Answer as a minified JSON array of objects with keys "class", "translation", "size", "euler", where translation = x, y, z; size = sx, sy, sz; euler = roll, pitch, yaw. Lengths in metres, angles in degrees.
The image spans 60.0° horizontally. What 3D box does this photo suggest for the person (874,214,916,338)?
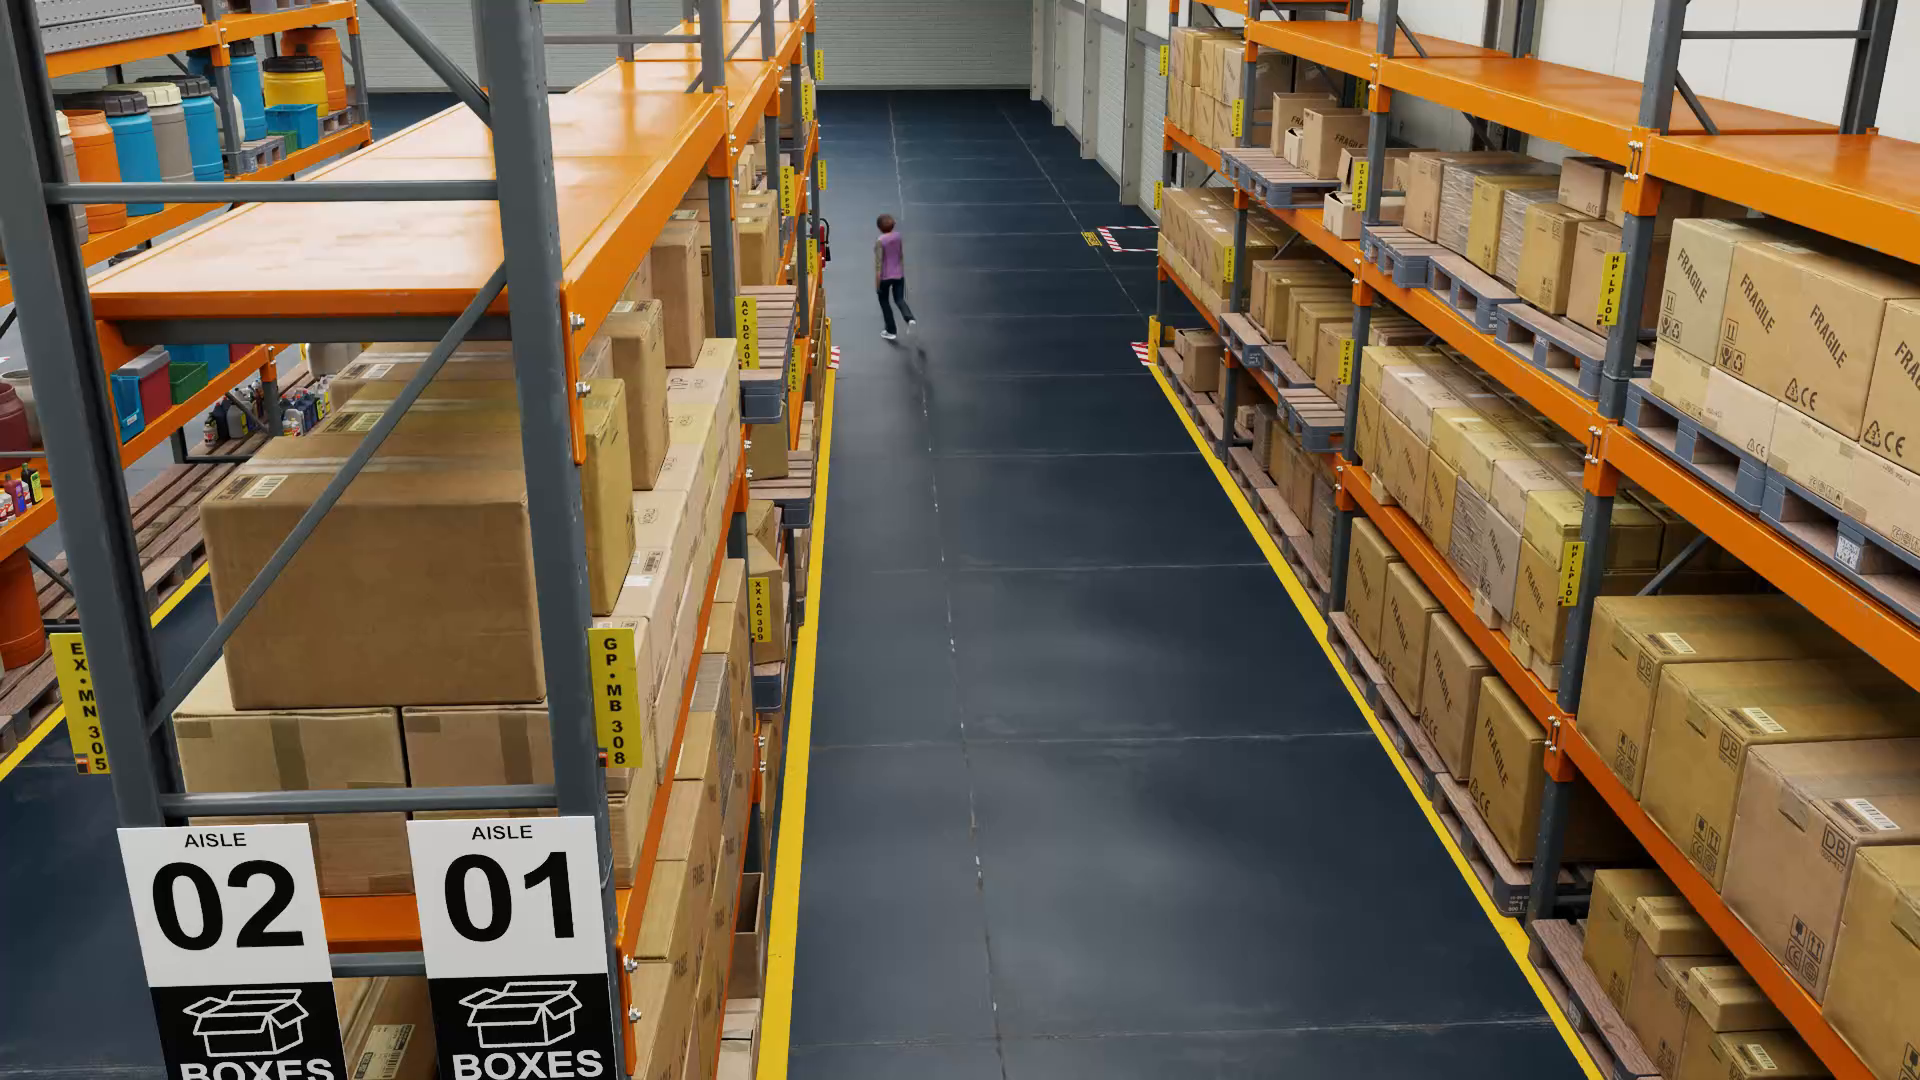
[{"class":"person","translation":[-0.831,-3.198,20.325],"size":[0.462,1.572,0.663],"euler":[-12,24,-28]}]
